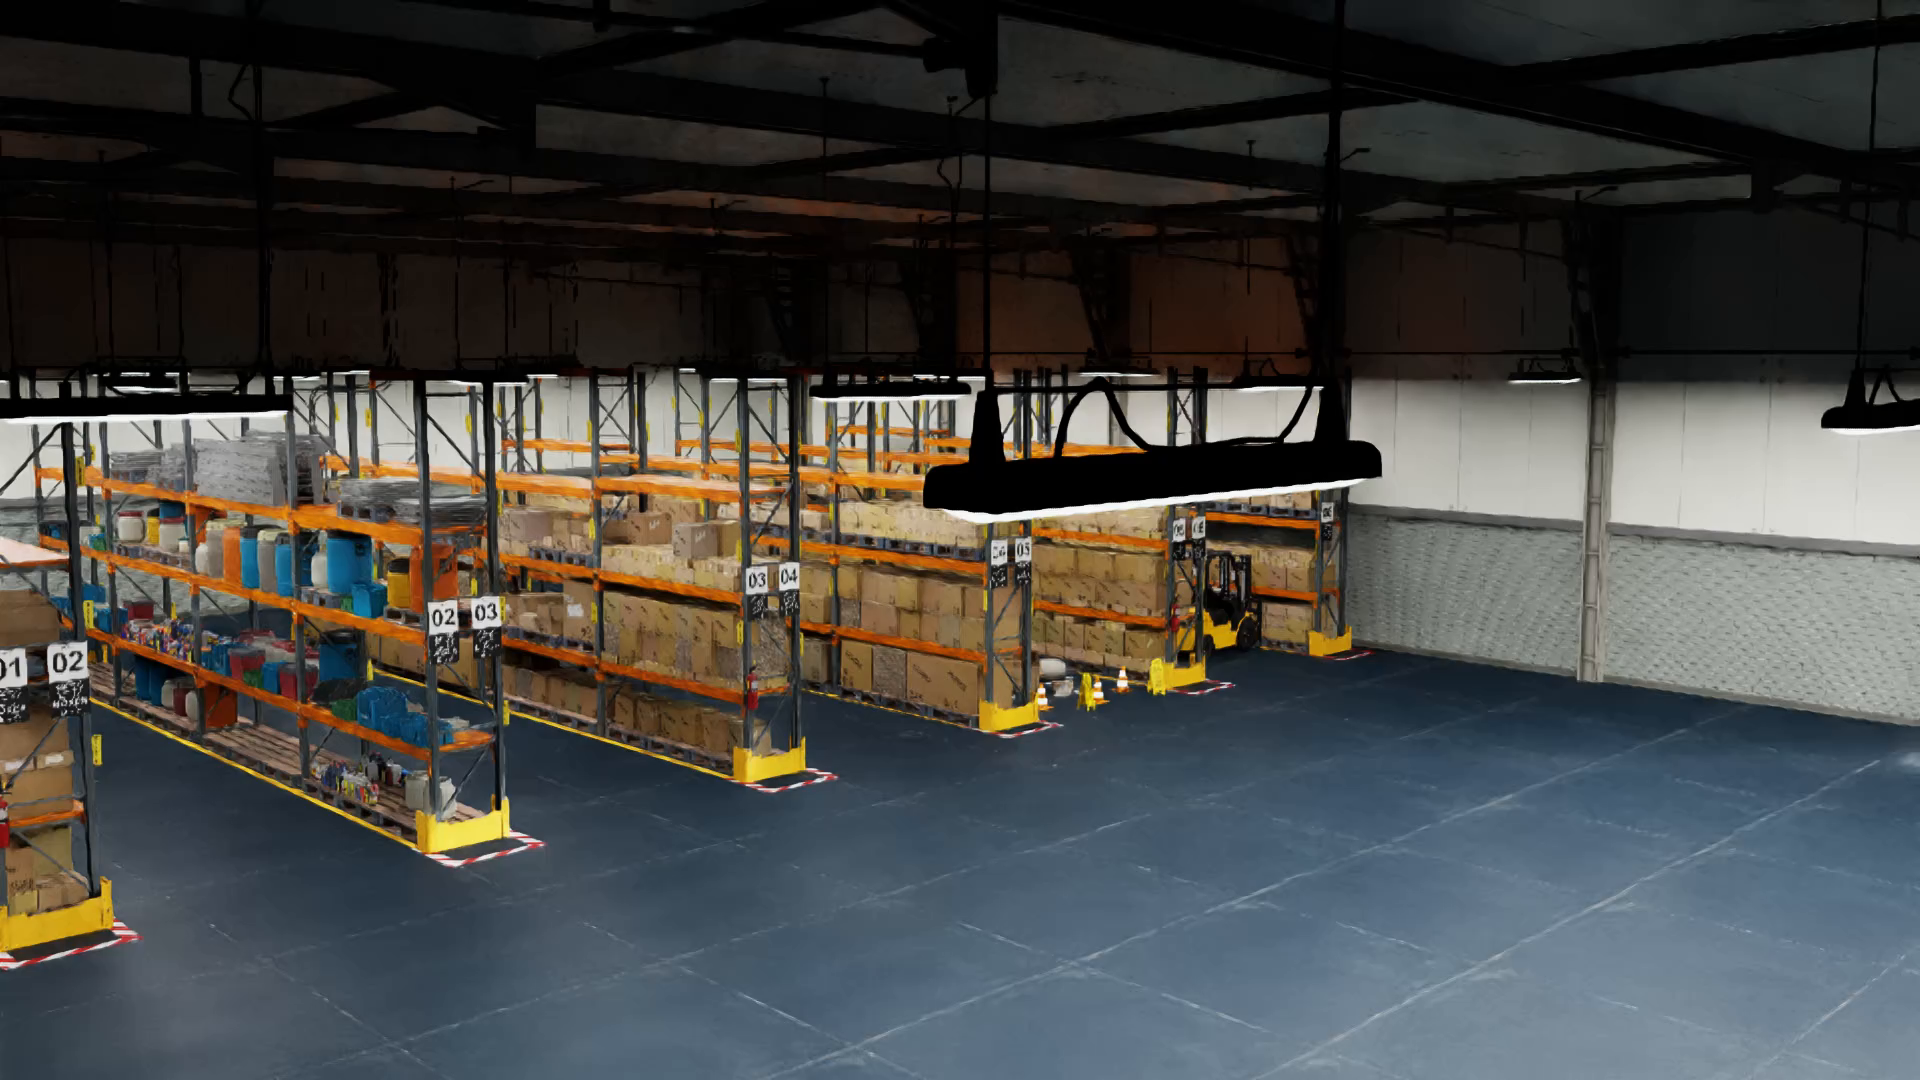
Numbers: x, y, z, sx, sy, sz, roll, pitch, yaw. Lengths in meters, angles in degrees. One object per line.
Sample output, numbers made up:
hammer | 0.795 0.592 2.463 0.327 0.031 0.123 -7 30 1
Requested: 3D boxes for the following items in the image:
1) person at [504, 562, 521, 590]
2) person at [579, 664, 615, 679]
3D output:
person | -11.006 0.823 41.253 0.631 1.707 0.455 1 7 8
person | -6.890 1.974 31.519 0.997 1.587 0.443 5 8 37
